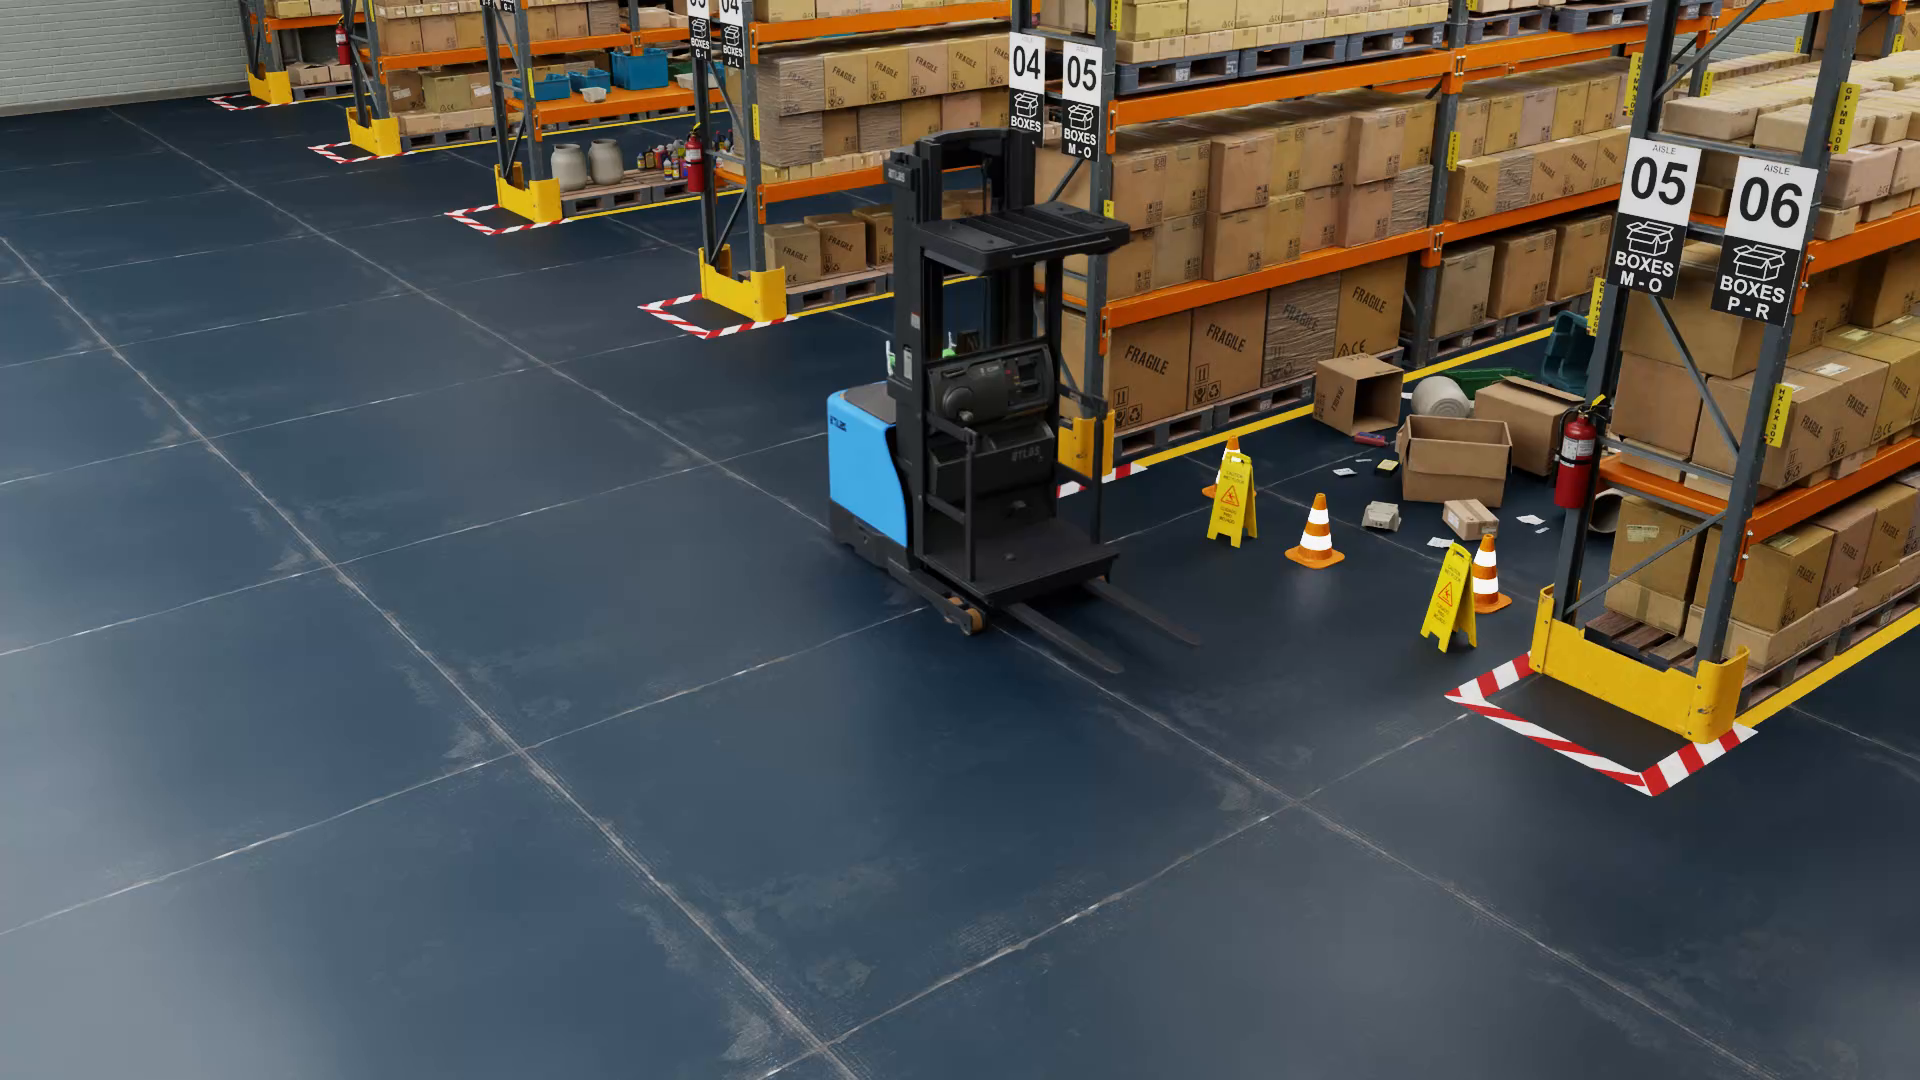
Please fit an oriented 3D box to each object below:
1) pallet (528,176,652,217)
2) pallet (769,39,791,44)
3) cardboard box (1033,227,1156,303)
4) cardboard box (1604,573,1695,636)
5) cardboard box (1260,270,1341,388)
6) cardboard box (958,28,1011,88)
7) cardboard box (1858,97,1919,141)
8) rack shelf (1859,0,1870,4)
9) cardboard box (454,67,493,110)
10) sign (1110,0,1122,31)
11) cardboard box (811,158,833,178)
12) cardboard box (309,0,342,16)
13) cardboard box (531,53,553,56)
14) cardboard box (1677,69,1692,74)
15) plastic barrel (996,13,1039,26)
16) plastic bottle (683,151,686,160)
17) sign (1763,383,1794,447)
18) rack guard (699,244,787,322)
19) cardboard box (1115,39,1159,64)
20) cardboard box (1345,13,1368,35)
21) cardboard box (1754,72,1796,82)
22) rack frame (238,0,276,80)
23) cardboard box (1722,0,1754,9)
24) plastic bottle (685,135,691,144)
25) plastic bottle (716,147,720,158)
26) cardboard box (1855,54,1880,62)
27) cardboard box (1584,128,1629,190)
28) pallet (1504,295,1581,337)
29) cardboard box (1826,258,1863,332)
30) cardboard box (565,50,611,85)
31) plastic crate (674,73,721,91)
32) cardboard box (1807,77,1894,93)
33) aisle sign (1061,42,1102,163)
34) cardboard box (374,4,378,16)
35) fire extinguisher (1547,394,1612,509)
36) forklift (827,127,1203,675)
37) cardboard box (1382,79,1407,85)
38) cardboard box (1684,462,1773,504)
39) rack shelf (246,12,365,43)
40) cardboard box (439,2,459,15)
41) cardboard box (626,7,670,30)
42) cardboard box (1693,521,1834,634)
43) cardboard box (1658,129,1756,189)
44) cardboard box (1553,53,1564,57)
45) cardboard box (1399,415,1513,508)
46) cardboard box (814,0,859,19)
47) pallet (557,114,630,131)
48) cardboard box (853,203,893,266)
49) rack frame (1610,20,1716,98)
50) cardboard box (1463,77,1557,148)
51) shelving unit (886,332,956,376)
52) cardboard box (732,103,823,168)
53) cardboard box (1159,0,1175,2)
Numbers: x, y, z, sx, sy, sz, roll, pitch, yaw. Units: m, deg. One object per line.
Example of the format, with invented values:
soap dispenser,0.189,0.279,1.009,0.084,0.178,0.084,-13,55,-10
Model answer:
pallet,-4.634,-4.331,20.832,1.213,0.211,1.003,-18,31,-34
pallet,-3.499,-9.942,32.921,1.213,0.211,1.003,-18,31,-34
cardboard box,0.994,-2.221,12.794,0.550,0.550,0.875,-18,31,-34
cardboard box,4.353,0.324,10.257,0.500,0.250,0.500,-18,31,-34
cardboard box,2.632,-1.932,14.374,0.875,0.875,0.875,-18,30,-34
cardboard box,0.319,-5.045,17.398,0.500,0.500,0.500,-18,31,-34
cardboard box,4.936,-2.217,8.751,0.250,0.149,0.380,-18,31,-34
rack shelf,5.437,-3.341,9.117,4.000,0.370,1.077,-18,31,-34
cardboard box,-7.024,-6.607,24.300,0.500,0.500,0.500,-18,31,-34
sign,1.067,-3.649,11.354,0.005,0.325,0.100,-18,31,-34
cardboard box,-1.465,-3.710,16.480,0.250,0.149,0.380,-18,31,-34
cardboard box,-10.441,-8.736,27.164,0.500,0.250,0.500,-19,31,-36
cardboard box,-7.704,-8.935,29.886,0.500,0.500,0.700,-17,30,-32
cardboard box,7.934,-5.009,18.072,0.250,0.149,0.380,-18,31,-34
plastic barrel,0.809,-7.270,23.691,0.708,0.536,0.600,-18,31,-34
plastic bottle,-3.572,-5.012,21.788,0.097,0.201,0.097,0,25,0
sign,4.199,-0.641,8.539,0.005,0.325,0.100,-18,31,-34
rack guard,-2.192,-2.597,16.751,0.348,0.500,1.175,-18,31,-34
cardboard box,1.197,-3.507,11.860,0.250,0.149,0.380,-18,30,-34
cardboard box,2.989,-4.099,13.136,0.250,0.149,0.380,-18,30,-33
cardboard box,8.740,-4.927,17.897,0.250,0.149,0.380,-19,31,-35
rack frame,-11.421,-8.633,26.789,0.127,3.000,1.000,-18,31,-34
cardboard box,7.639,-5.586,16.540,0.500,0.500,0.500,-18,31,-34
plastic bottle,-3.534,-5.157,21.922,0.185,0.351,0.144,-19,31,-34
plastic bottle,-3.091,-4.956,21.569,0.133,0.283,0.061,-18,31,-34
cardboard box,10.718,-5.384,19.316,0.500,0.500,0.500,-19,31,-35
cardboard box,6.049,-3.700,16.040,0.500,0.500,0.500,-19,31,-35
pallet,5.399,-2.360,16.584,1.213,0.211,1.003,-18,31,-34
cardboard box,4.872,-1.562,9.893,0.500,0.500,0.700,-19,31,-35
cardboard box,-5.772,-7.299,25.791,0.500,0.500,0.500,-18,31,-34
plastic crate,-3.281,-5.765,20.922,0.437,0.136,0.530,-18,31,-34
cardboard box,5.014,-2.518,9.400,0.250,0.149,0.380,-19,31,-35
aisle sign,0.859,-3.103,11.784,0.004,0.787,0.394,-18,31,-34
cardboard box,-8.178,-7.495,23.448,0.250,0.149,0.380,-19,31,-35
fire extinguisher,3.489,-0.516,9.390,0.183,0.674,0.296,-18,31,-34
forklift,0.321,-0.961,10.339,1.130,2.935,3.031,-16,29,-31
cardboard box,5.400,-6.139,21.296,0.500,0.500,0.500,-19,31,-35
cardboard box,4.259,-0.334,9.204,0.250,0.149,0.380,-18,30,-34
rack shelf,-9.847,-8.827,28.060,4.000,0.370,1.077,-18,31,-34
cardboard box,-7.316,-7.562,23.592,0.250,0.149,0.380,-19,31,-35
cardboard box,-4.853,-8.107,25.833,0.500,0.250,0.500,-16,29,-31
cardboard box,4.687,0.164,9.709,0.500,0.500,0.500,-19,31,-36
cardboard box,4.100,-2.078,8.925,0.500,0.250,0.500,-19,31,-35
cardboard box,8.249,-6.886,23.323,0.250,0.149,0.380,-19,31,-35
cardboard box,3.684,-0.590,12.424,0.797,0.503,0.637,5,25,11
cardboard box,-1.311,-5.179,15.961,0.500,0.250,0.500,-19,31,-35
pallet,-5.865,-6.575,25.666,1.213,0.211,1.003,-18,31,-34
cardboard box,-0.796,-3.247,17.654,0.500,0.500,0.500,-15,29,-29
rack frame,7.025,-4.120,17.063,0.127,3.000,1.000,-18,31,-34
cardboard box,5.066,-3.976,15.447,0.500,0.500,0.700,-18,30,-34
shelving unit,-0.229,-0.885,12.204,0.503,1.200,0.258,-11,21,-23
cardboard box,-1.802,-4.025,16.387,0.500,0.500,0.875,-18,31,-34
cardboard box,1.387,-3.932,11.829,0.250,0.149,0.380,-18,30,-34
